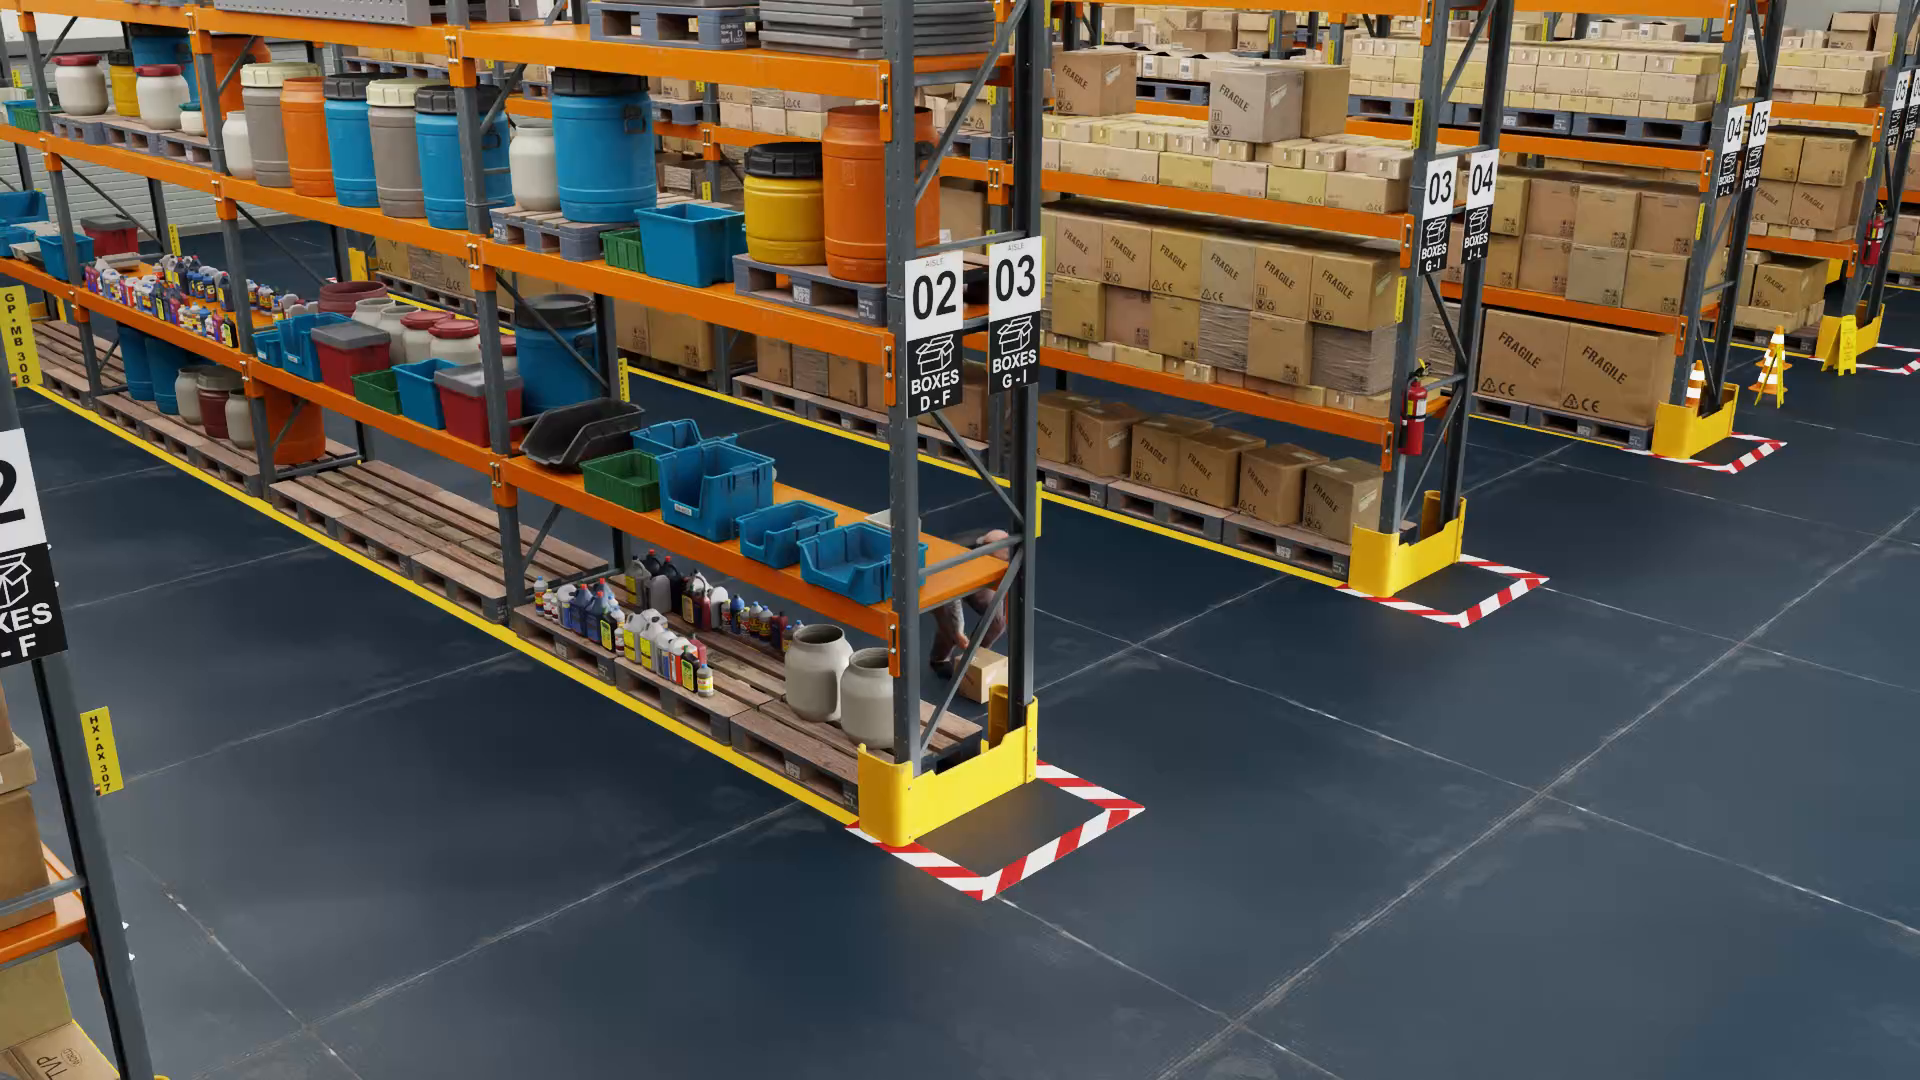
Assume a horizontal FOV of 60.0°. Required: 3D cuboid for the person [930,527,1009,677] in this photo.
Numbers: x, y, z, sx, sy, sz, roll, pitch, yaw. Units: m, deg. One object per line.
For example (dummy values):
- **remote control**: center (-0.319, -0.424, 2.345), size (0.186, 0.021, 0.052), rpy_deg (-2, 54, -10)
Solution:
- **person**: center (0.076, 0.364, 11.017), size (0.563, 1.111, 0.830), rpy_deg (-10, 23, -25)
